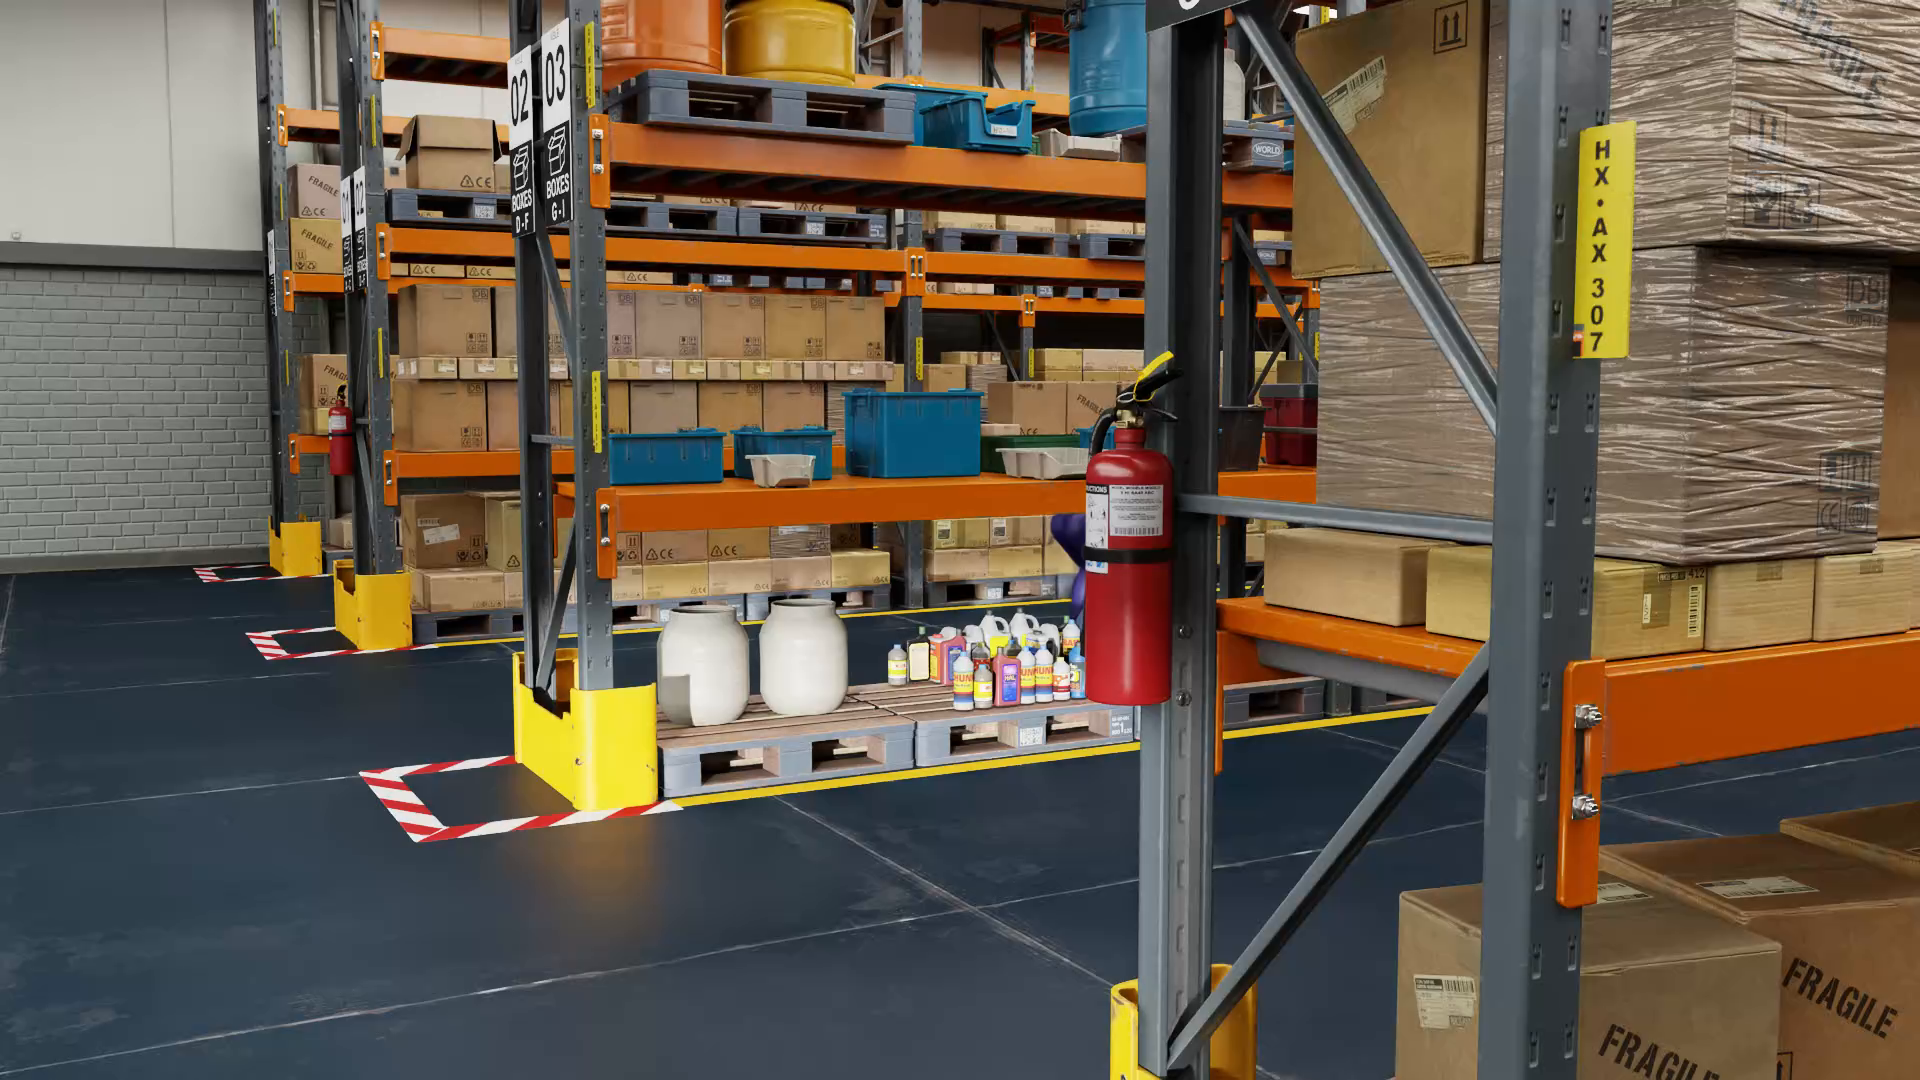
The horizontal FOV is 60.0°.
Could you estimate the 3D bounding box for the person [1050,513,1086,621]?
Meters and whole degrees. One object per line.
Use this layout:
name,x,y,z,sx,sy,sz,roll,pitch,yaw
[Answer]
person,1.084,0.169,11.848,0.910,1.001,0.471,-3,6,-31
